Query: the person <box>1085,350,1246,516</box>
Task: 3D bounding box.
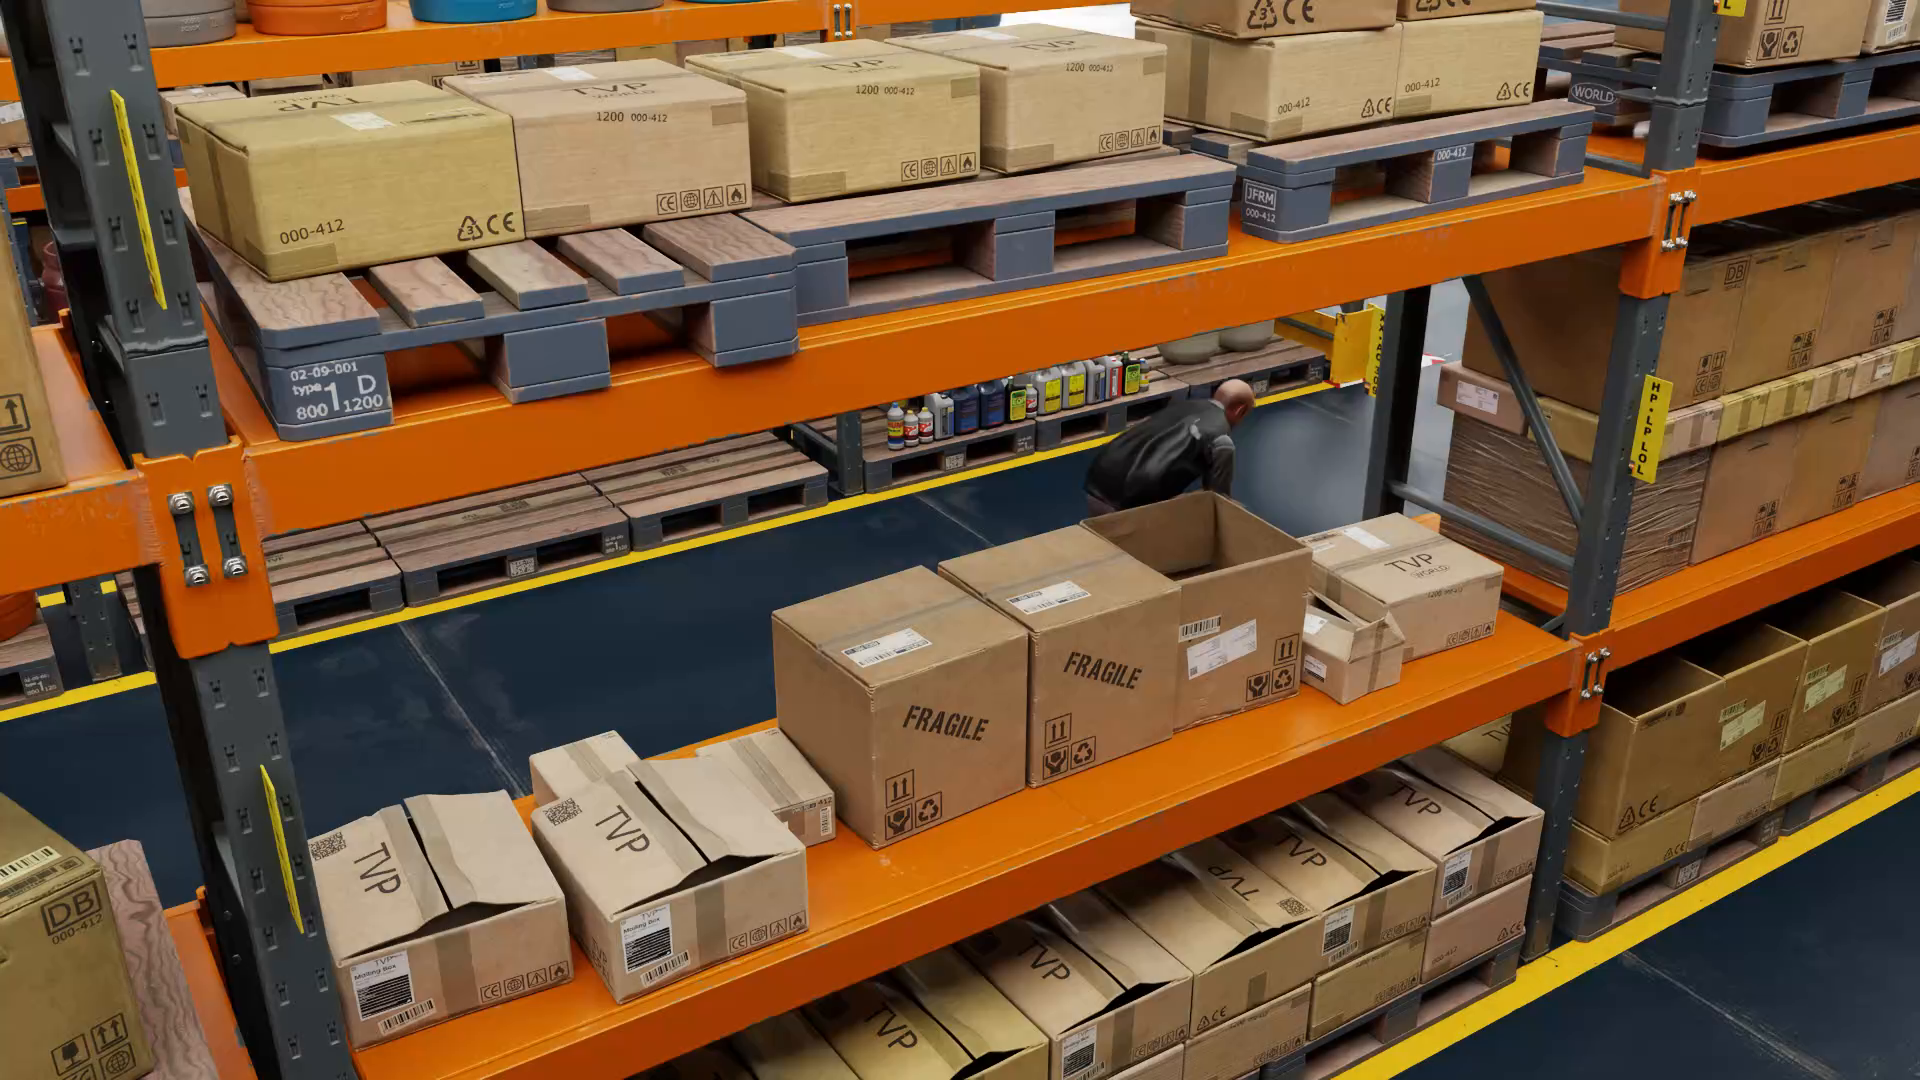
[{"bbox_3d":[0.977,-0.146,7.797,0.832,1.434,0.468,-16,29,-31],"label":"person"}]
